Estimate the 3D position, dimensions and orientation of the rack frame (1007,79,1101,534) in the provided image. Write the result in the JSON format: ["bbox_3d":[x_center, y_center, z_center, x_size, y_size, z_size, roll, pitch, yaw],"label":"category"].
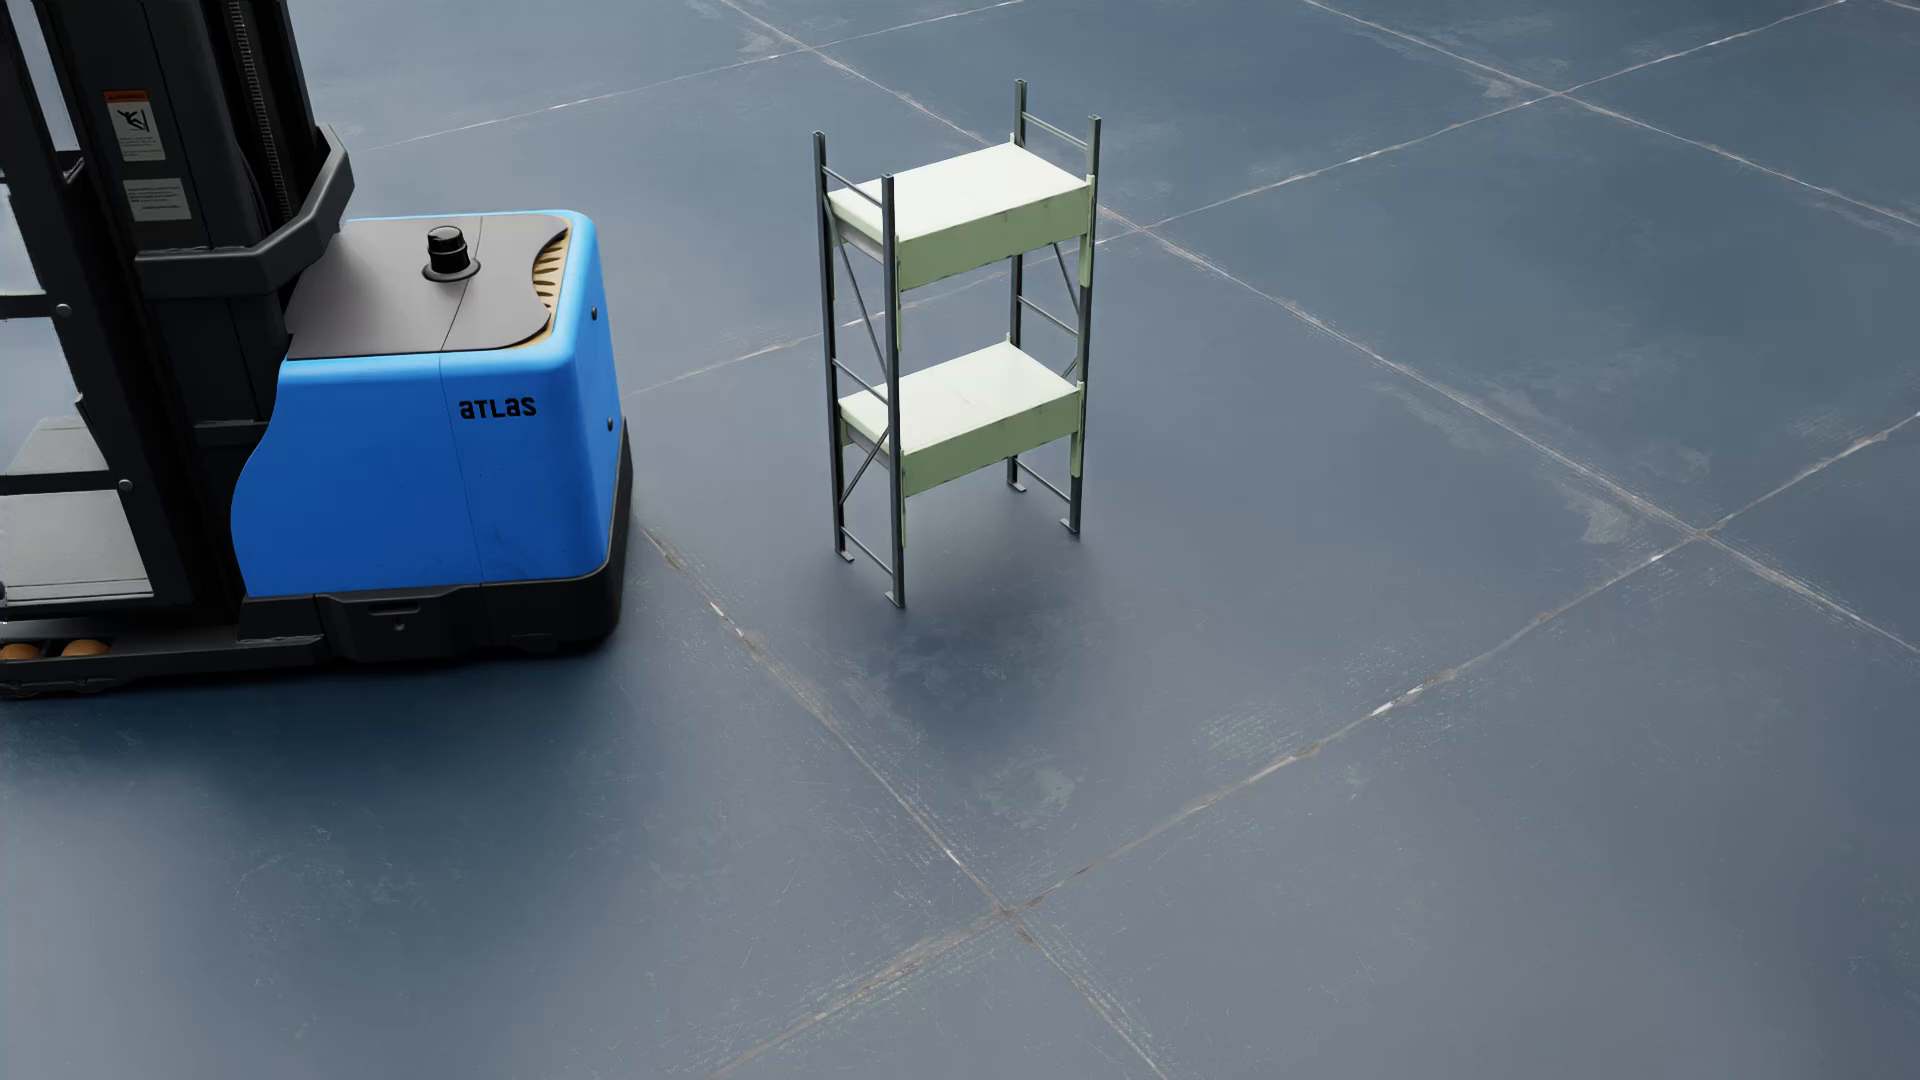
[{"bbox_3d":[0.294,-0.730,5.480,0.023,1.500,0.400,-22,41,-28],"label":"rack frame"}]

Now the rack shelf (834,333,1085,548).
[{"bbox_3d":[-0.005,-0.342,5.499,0.720,0.370,0.431,-22,41,-28],"label":"rack shelf"}]

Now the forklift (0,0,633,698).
[{"bbox_3d":[-2.634,-1.034,4.677,3.031,2.935,1.130,-4,36,-5],"label":"forklift"}]

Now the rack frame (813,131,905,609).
[{"bbox_3d":[-0.305,-0.484,5.138,0.023,1.500,0.400,-22,41,-28],"label":"rack frame"}]

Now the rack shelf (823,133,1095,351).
[{"bbox_3d":[-0.005,-0.923,5.081,0.720,0.370,0.431,-22,41,-28],"label":"rack shelf"}]

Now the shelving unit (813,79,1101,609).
[{"bbox_3d":[-0.005,-0.607,5.309,0.755,1.500,0.431,-22,41,-28],"label":"shelving unit"}]
